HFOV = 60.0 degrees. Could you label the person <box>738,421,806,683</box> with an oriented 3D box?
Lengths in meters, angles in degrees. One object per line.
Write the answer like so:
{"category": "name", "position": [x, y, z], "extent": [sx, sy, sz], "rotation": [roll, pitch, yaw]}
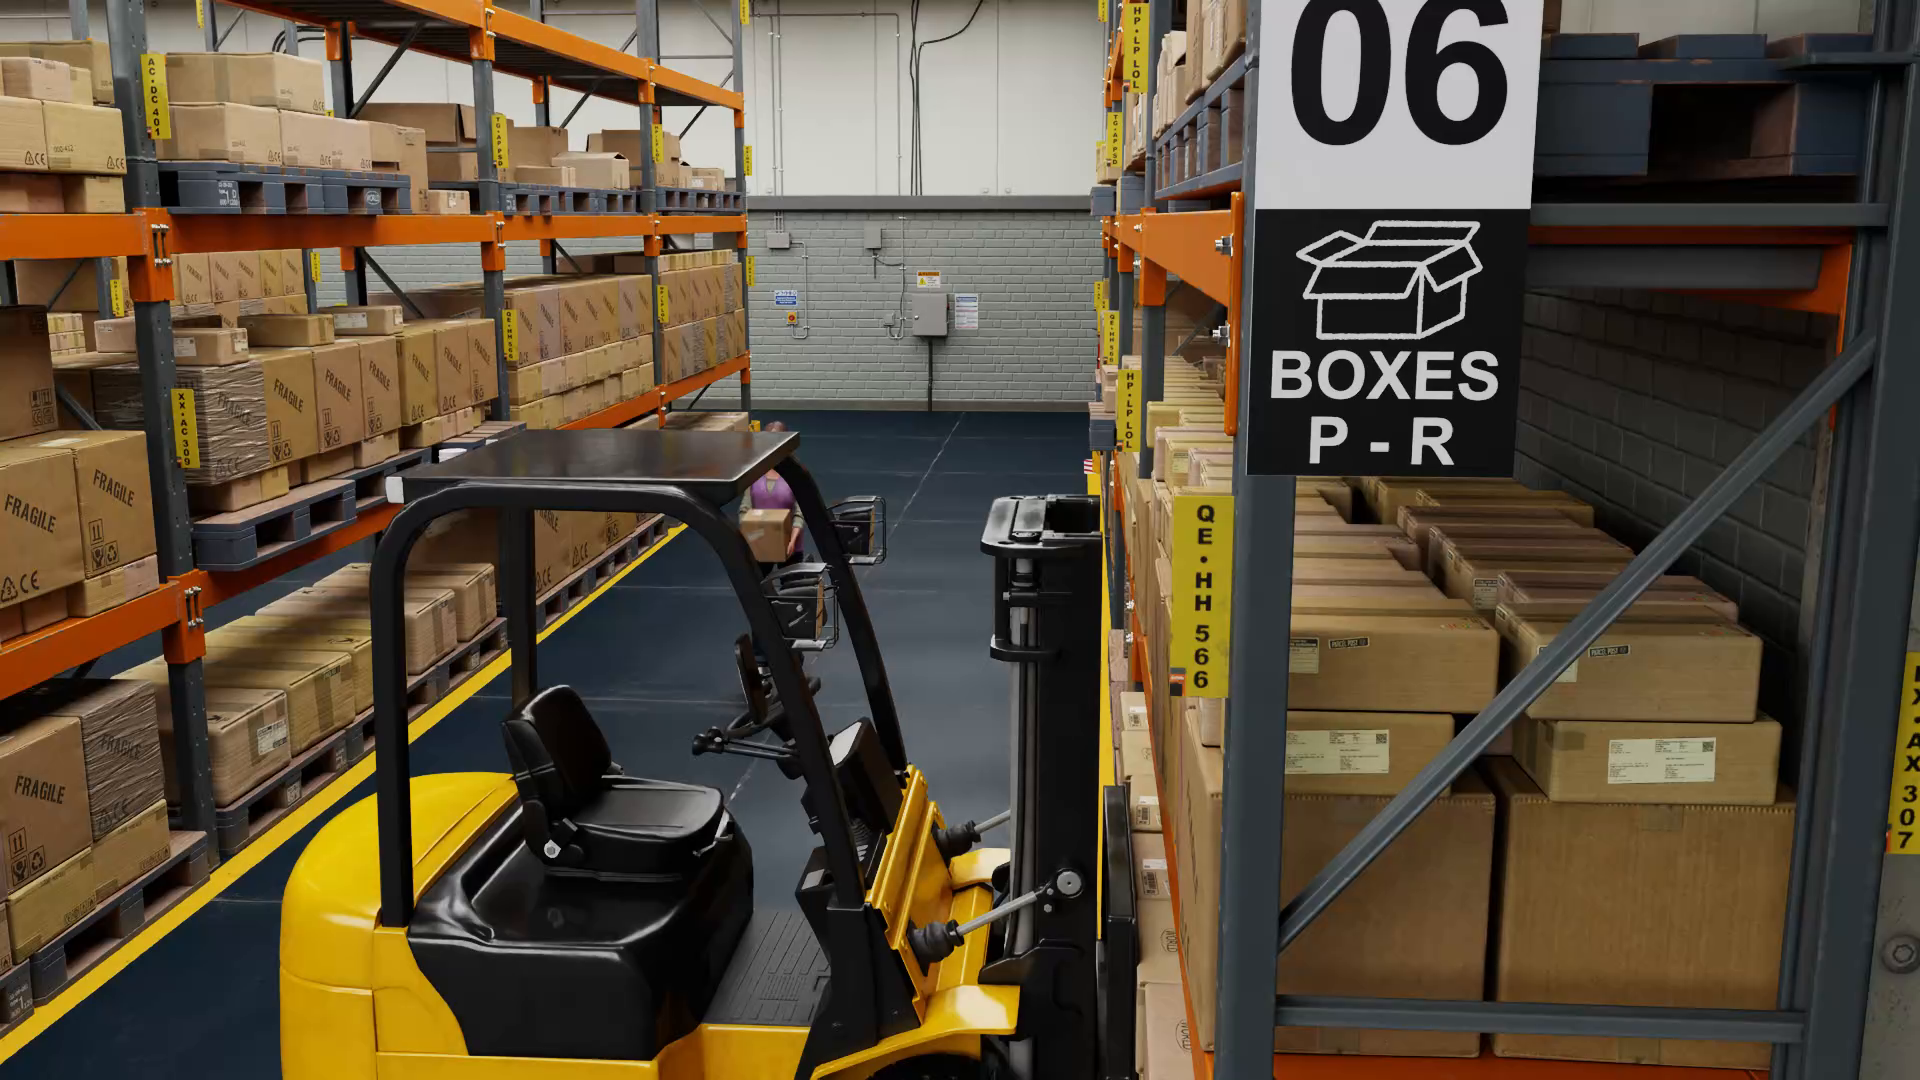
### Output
{"category": "person", "position": [-1.116, 0.095, 9.958], "extent": [0.425, 1.596, 0.489], "rotation": [1, 11, 4]}
